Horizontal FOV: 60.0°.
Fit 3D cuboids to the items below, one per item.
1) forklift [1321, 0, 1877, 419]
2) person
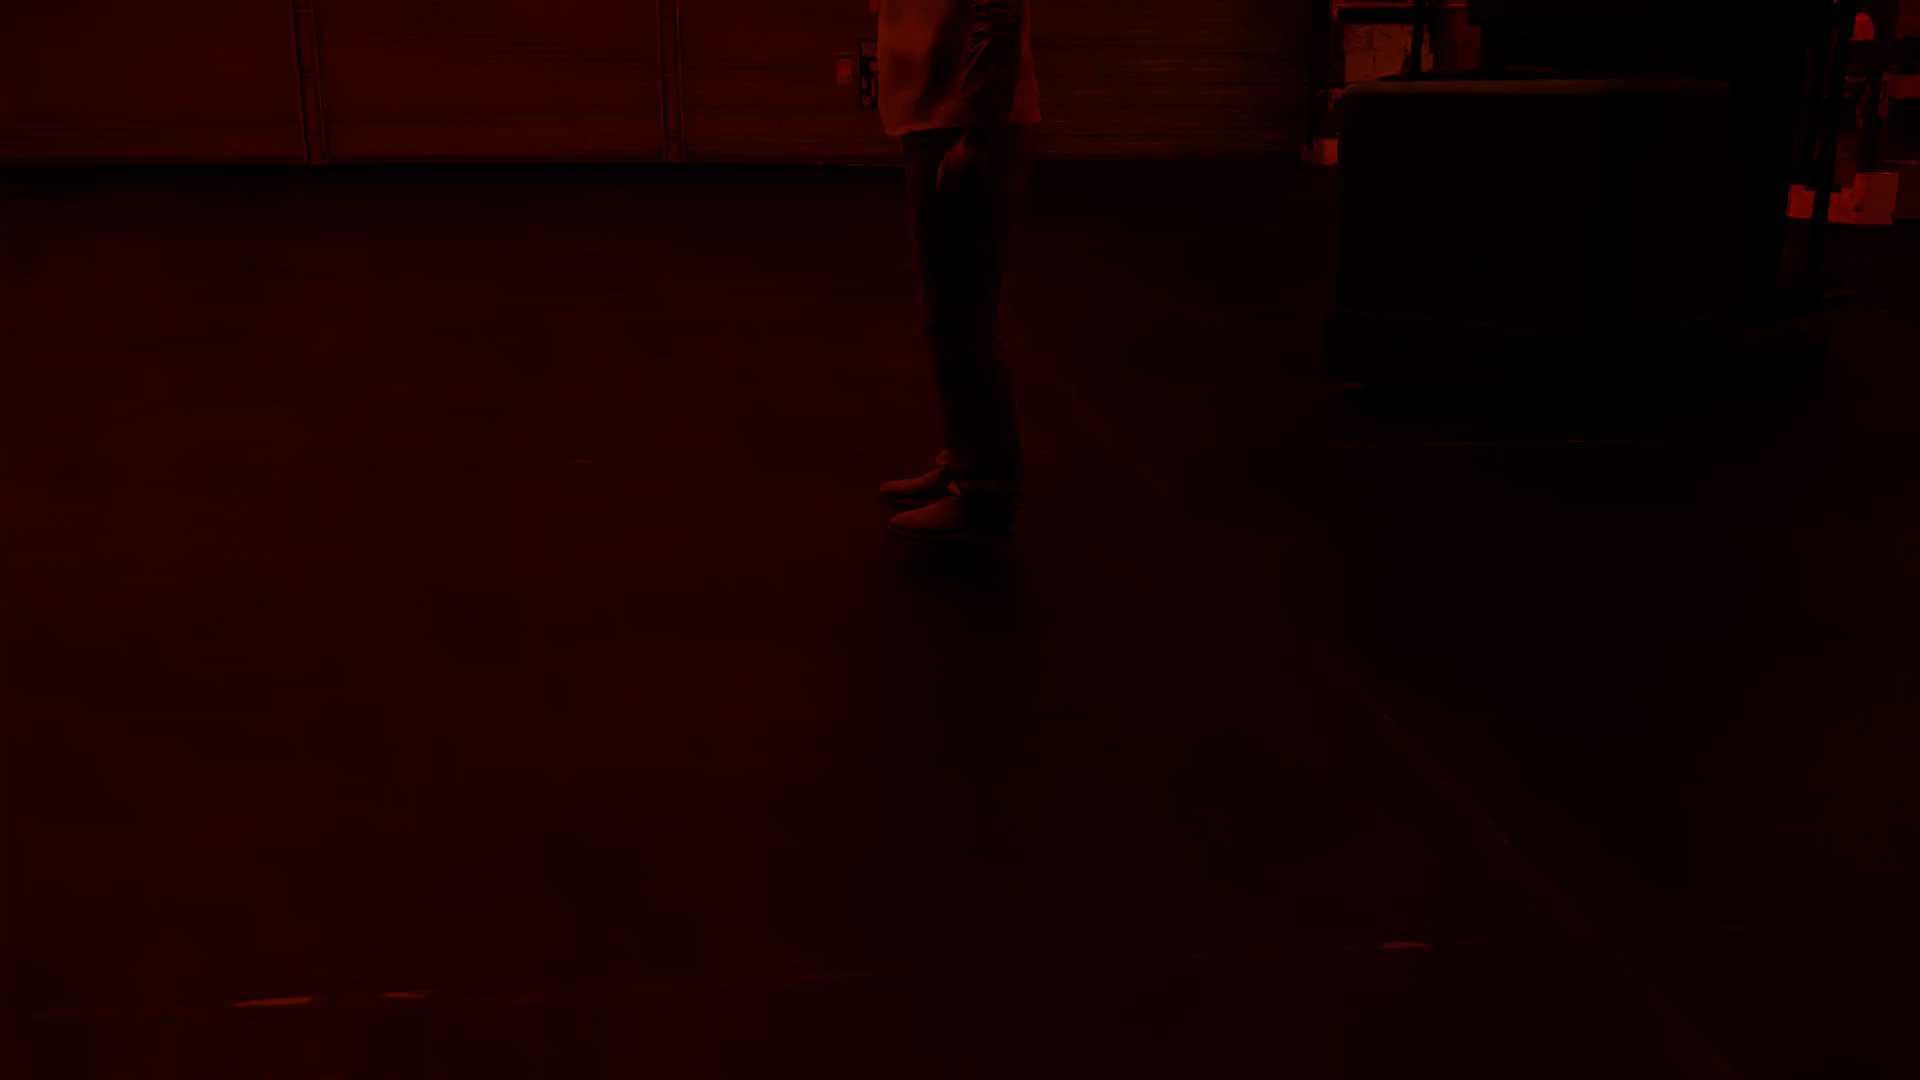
[{"bbox_3d":[2.681,-2.100,6.158,3.031,2.935,1.130,-14,20,-42],"label":"forklift"},{"bbox_3d":[-0.007,-0.895,3.697,0.356,1.776,0.529,-1,15,-5],"label":"person"}]
